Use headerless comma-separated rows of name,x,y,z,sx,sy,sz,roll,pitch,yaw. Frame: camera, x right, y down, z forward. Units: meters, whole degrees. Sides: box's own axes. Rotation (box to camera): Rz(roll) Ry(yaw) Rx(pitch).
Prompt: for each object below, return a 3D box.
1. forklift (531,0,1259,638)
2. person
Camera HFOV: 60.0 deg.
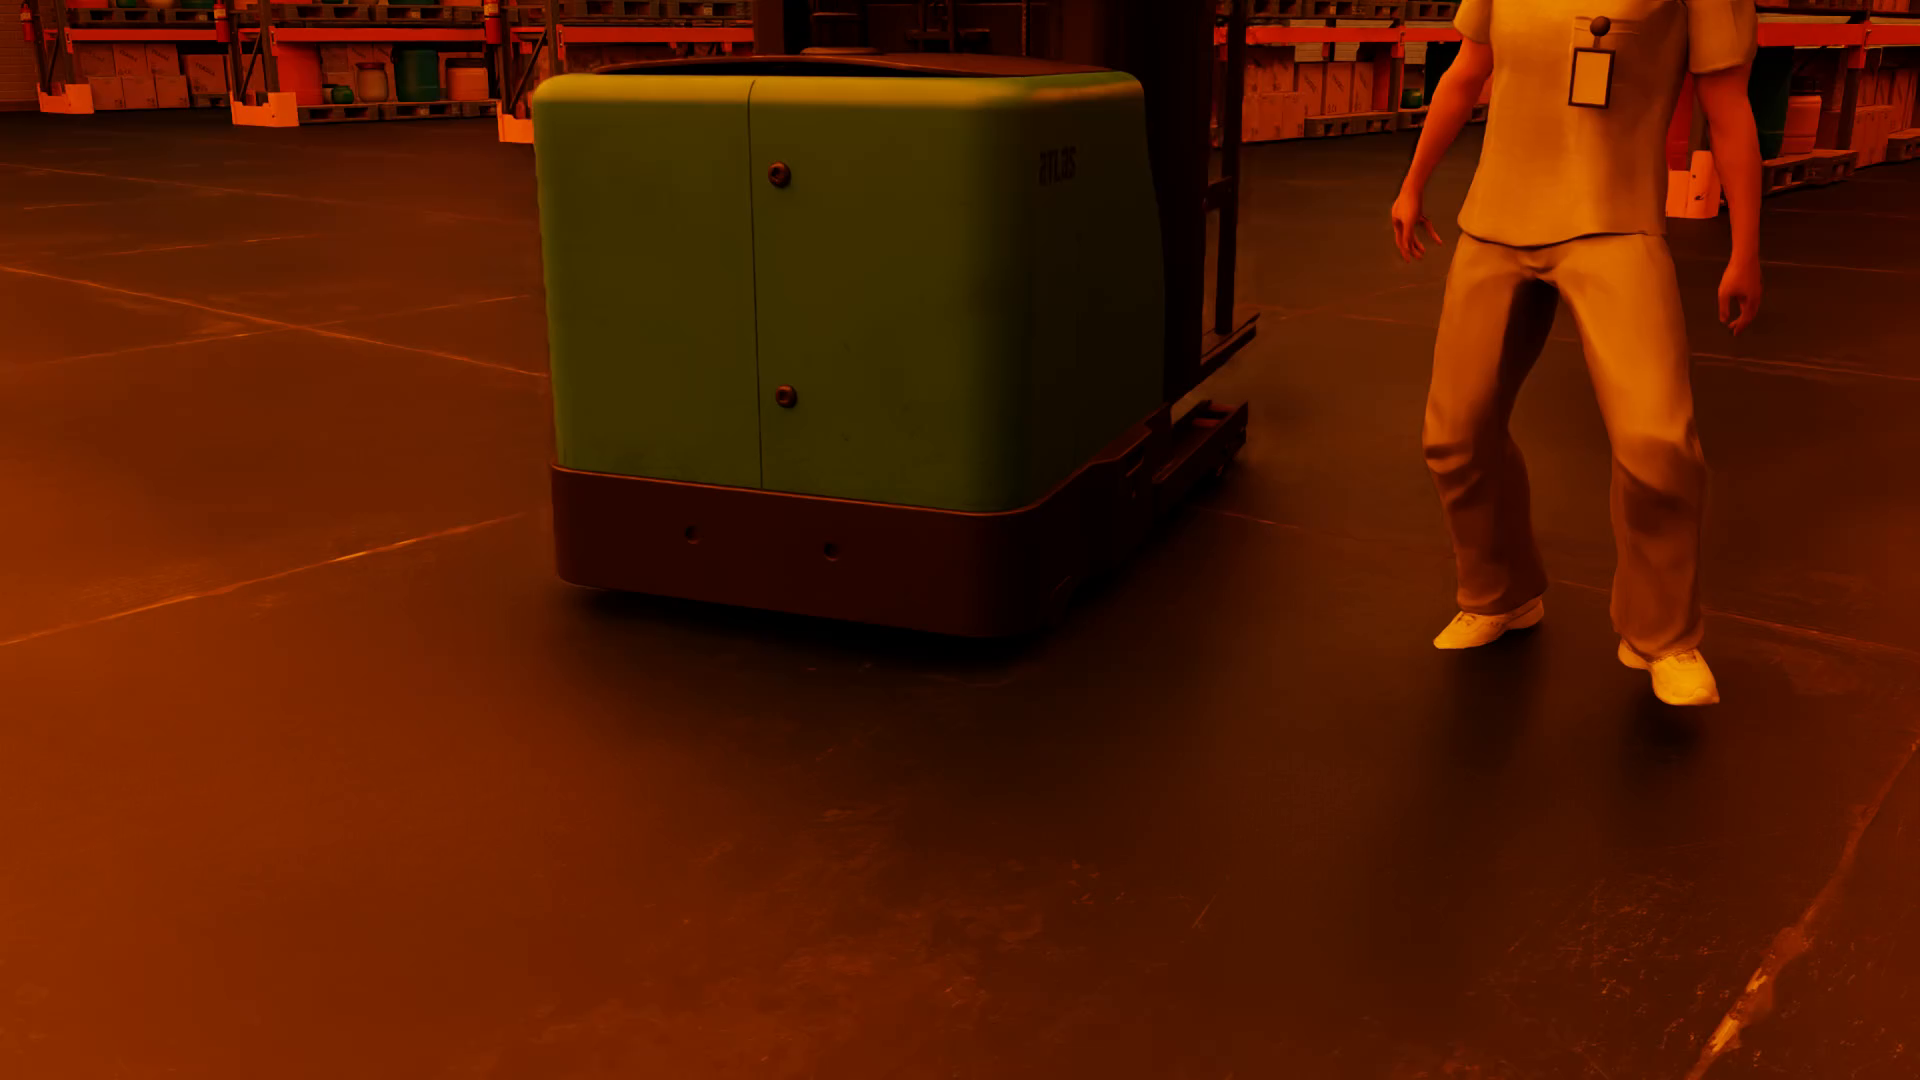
forklift,0.168,-1.606,4.187,1.130,2.935,3.031,6,18,20
person,1.089,-0.521,2.946,0.468,1.649,0.779,-15,23,-41
